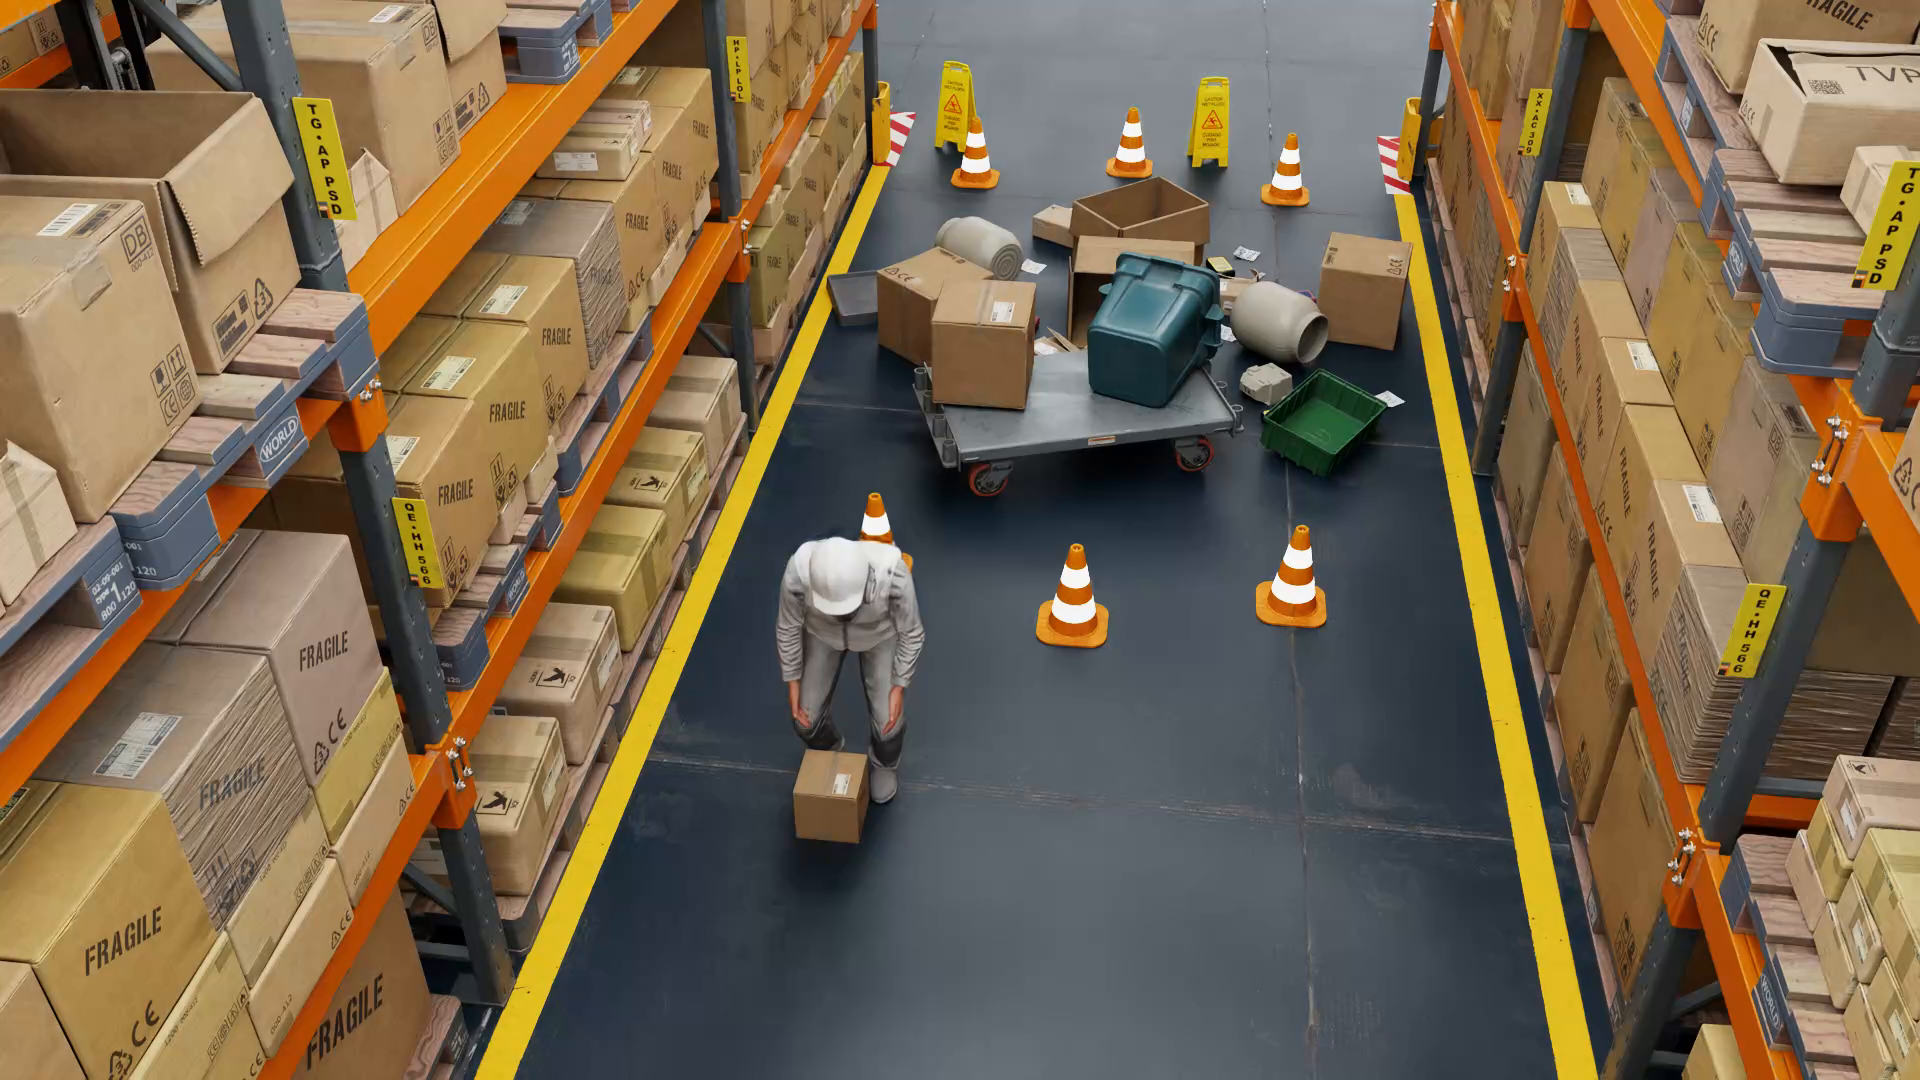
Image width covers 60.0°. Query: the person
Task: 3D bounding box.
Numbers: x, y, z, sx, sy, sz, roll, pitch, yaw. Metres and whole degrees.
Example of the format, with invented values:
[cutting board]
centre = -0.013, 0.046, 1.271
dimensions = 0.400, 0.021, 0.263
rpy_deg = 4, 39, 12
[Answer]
[person]
centre = -0.422, 0.451, 6.675
dimensions = 0.592, 1.450, 0.752
rpy_deg = 4, 36, 6
